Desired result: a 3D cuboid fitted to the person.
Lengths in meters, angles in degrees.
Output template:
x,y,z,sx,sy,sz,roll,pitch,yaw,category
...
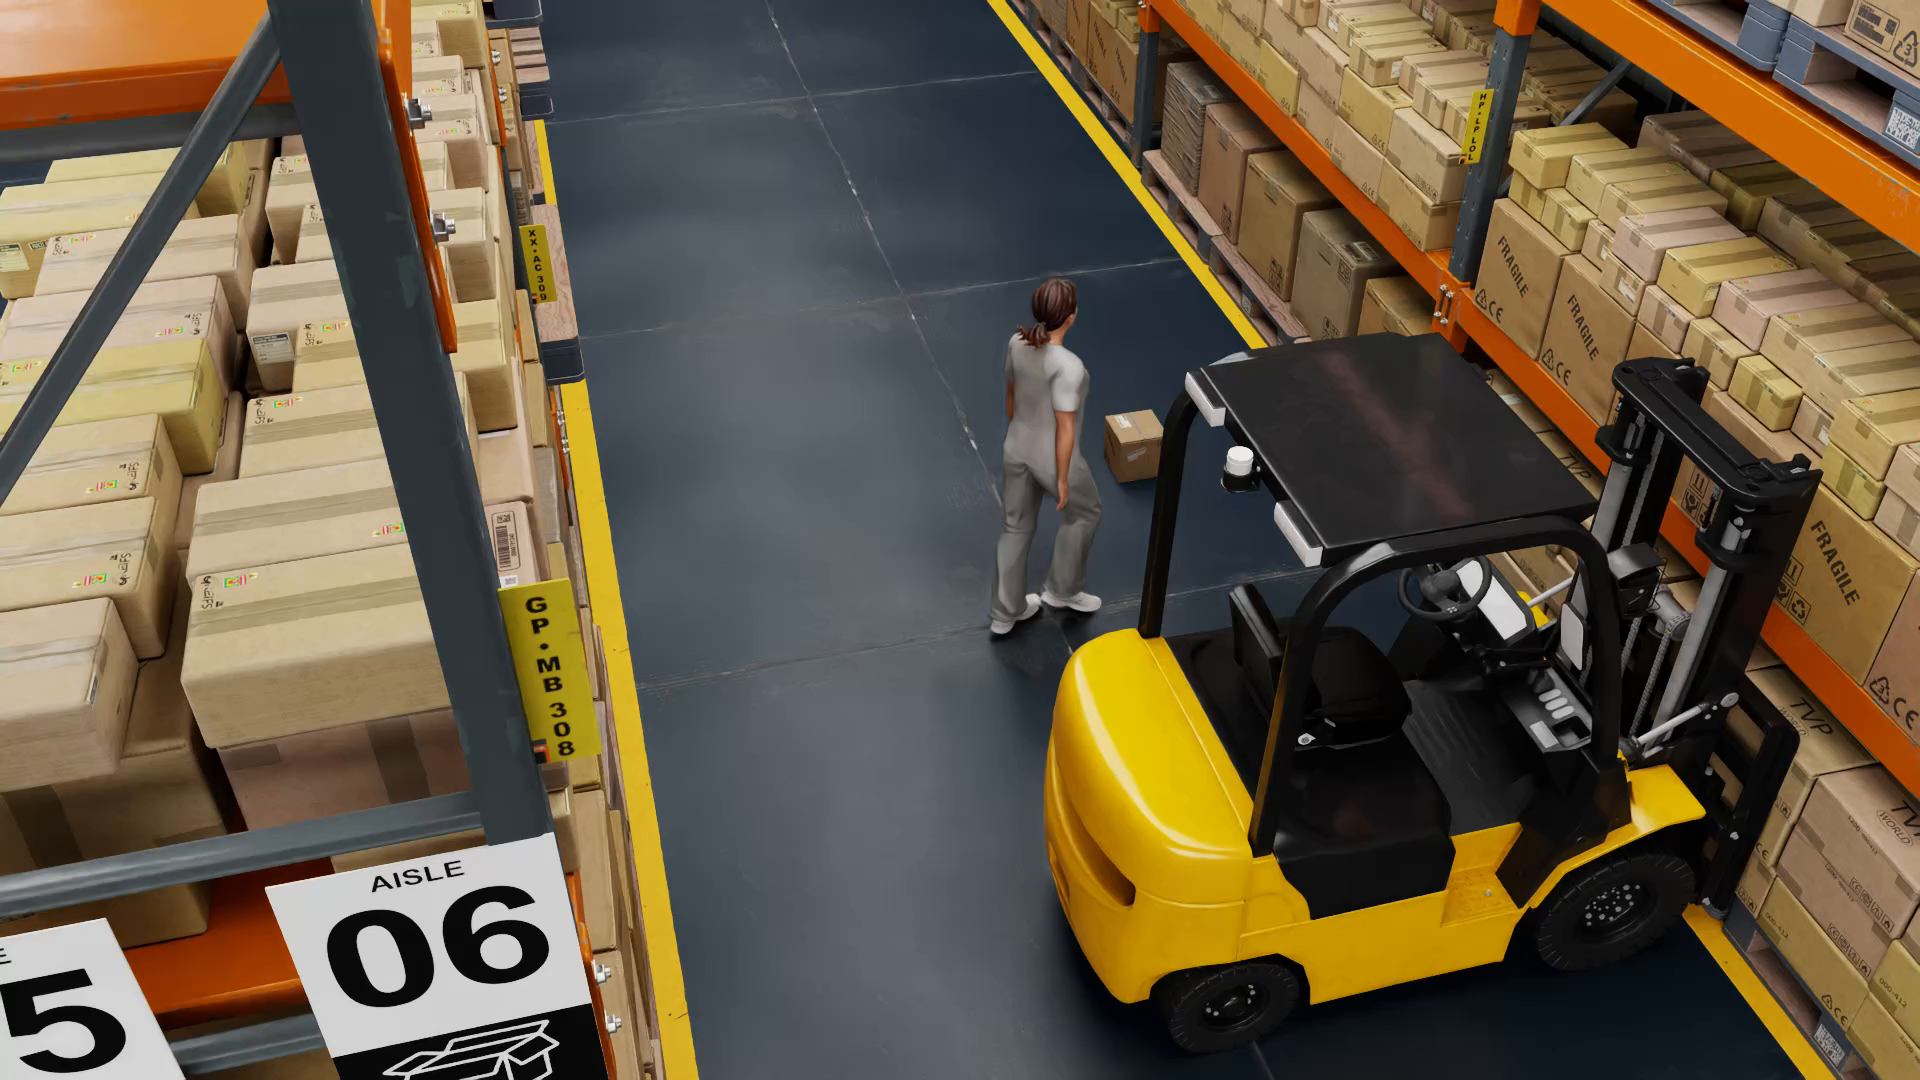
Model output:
x,y,z,sx,sy,sz,roll,pitch,yaw,category
0.325,-0.326,7.139,0.472,1.689,0.540,30,47,32,person
